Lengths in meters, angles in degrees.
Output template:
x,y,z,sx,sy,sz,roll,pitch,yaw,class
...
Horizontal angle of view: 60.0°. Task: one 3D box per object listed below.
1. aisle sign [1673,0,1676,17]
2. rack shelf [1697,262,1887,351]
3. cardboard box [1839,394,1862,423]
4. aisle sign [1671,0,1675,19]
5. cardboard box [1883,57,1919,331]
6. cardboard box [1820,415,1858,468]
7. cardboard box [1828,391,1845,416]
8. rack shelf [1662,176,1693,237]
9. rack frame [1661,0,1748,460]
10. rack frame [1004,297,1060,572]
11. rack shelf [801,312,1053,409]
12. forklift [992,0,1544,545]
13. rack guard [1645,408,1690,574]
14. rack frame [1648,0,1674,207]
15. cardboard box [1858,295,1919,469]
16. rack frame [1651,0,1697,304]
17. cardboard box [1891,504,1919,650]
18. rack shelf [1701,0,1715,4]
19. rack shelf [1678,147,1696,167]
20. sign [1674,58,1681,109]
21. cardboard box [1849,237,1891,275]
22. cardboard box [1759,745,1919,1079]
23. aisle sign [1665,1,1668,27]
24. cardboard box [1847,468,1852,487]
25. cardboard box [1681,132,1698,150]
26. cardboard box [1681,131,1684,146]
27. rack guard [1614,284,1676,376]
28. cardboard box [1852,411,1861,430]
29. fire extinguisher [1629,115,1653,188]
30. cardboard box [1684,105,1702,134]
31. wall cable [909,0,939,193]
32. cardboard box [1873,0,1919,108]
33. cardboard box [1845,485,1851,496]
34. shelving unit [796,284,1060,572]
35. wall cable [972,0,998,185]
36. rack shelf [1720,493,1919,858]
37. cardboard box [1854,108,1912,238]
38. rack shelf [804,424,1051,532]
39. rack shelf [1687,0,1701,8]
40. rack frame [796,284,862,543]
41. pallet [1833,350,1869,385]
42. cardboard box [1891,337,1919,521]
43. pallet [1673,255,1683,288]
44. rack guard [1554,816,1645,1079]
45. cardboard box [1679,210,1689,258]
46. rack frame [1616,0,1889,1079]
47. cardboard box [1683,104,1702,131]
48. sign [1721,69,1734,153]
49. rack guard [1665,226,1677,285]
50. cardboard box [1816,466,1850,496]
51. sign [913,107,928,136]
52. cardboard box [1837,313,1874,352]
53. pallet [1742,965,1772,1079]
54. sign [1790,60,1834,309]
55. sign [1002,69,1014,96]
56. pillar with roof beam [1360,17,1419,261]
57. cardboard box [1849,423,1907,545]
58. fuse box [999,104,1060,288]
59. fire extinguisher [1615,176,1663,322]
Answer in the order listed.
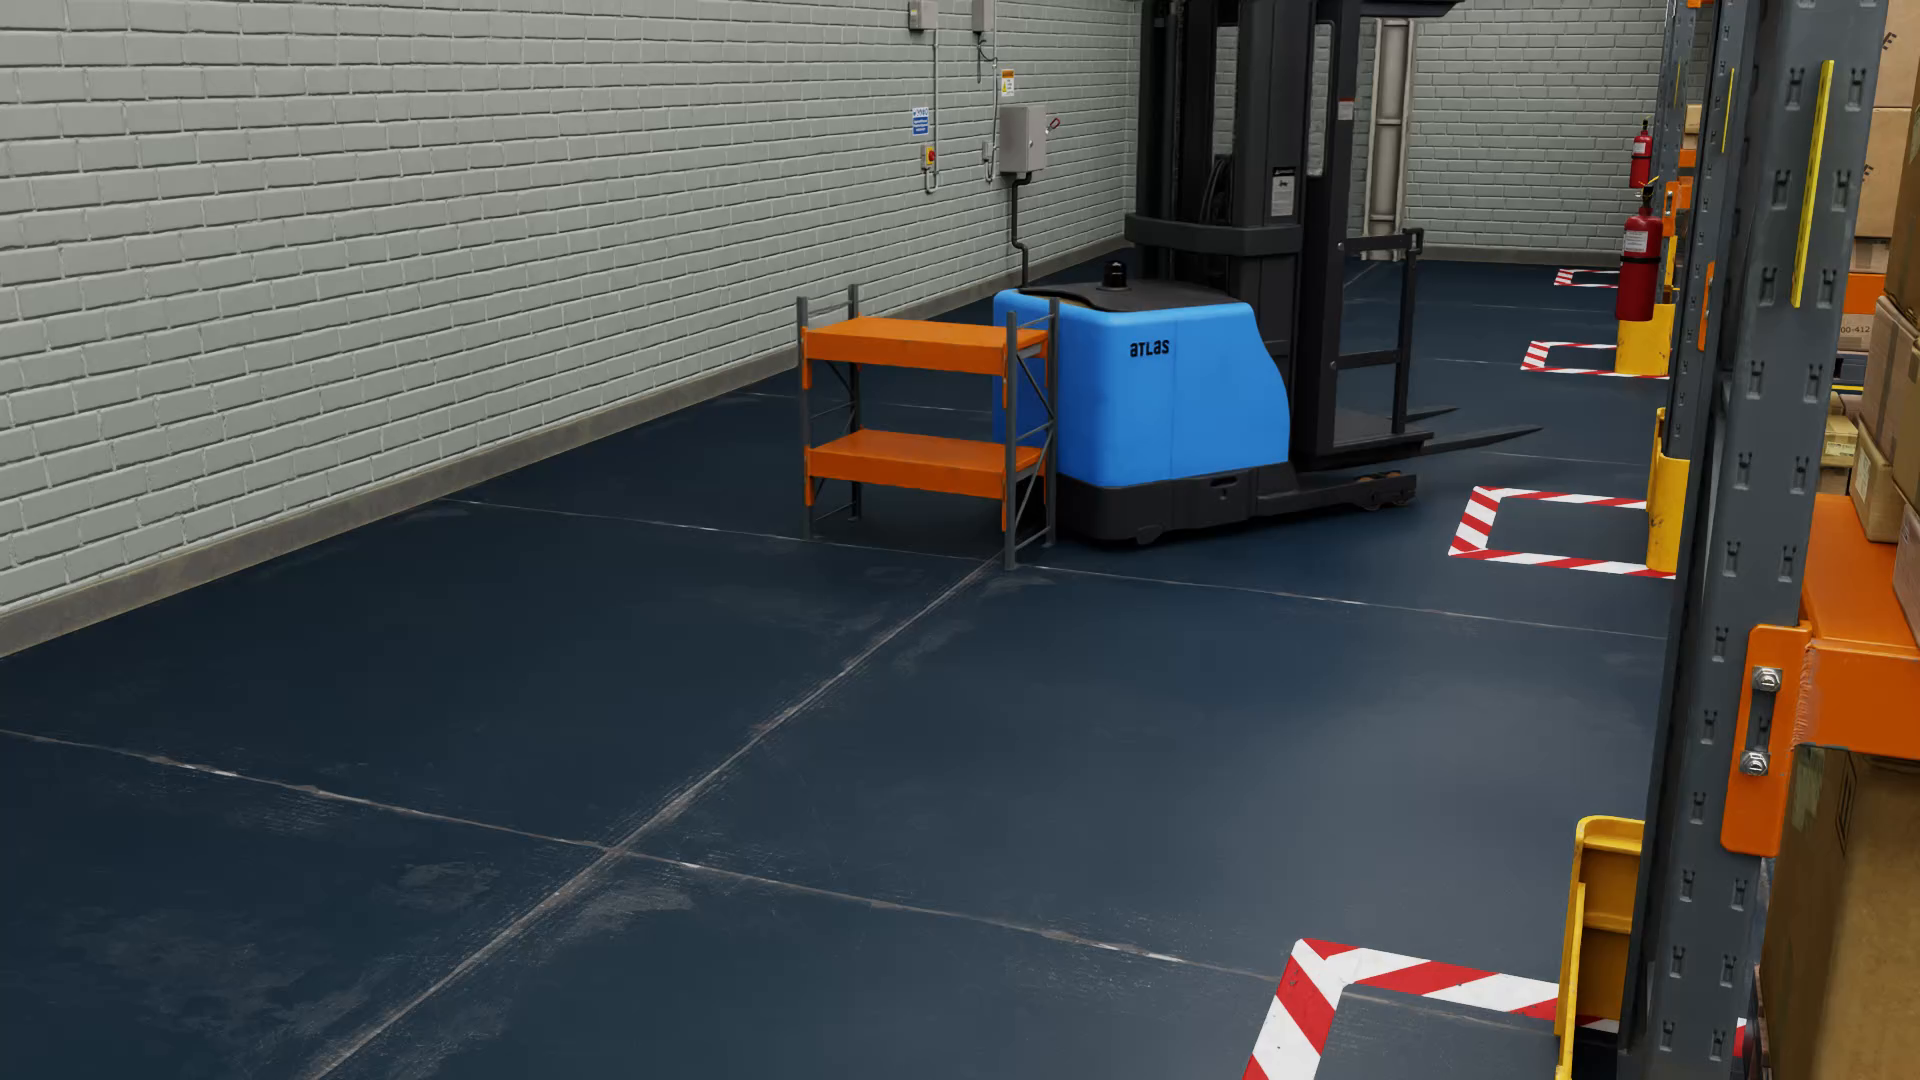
x,y,z,sx,sy,sz,roll,pitch,yaw,class
4.832,-3.925,11.149,0.004,0.787,0.394,6,17,21,aisle sign
5.143,-0.900,6.683,4.000,0.370,1.077,6,17,21,rack shelf
4.081,-0.539,7.443,0.250,0.149,0.380,7,17,22,cardboard box
5.052,-4.080,11.685,0.004,0.787,0.394,6,17,21,aisle sign
1.919,-0.623,2.830,0.500,0.500,0.500,7,17,21,cardboard box
3.646,-0.426,7.055,0.250,0.149,0.380,5,17,18,cardboard box
3.868,-0.580,7.583,0.250,0.149,0.380,6,17,21,cardboard box
6.866,-2.194,11.141,4.000,0.370,1.077,6,17,21,rack shelf
3.283,-1.450,7.287,0.127,3.000,1.000,6,17,21,rack frame
0.316,-0.467,7.264,0.032,1.125,0.500,8,18,25,rack frame
-0.141,-0.810,7.397,1.000,0.278,0.538,8,18,25,rack shelf
1.675,-1.666,8.154,3.031,2.935,1.130,-9,19,-29,forklift
3.354,-0.242,7.609,0.348,0.500,1.175,6,17,21,rack guard
6.823,-4.032,16.181,0.127,3.000,1.000,6,17,21,rack frame
1.917,-0.264,2.938,0.500,0.250,0.500,6,17,20,cardboard box
5.005,-2.744,11.745,0.127,3.000,1.000,6,17,21,rack frame
1.578,0.069,2.507,0.250,0.149,0.380,6,17,21,cardboard box
8.683,-4.922,15.158,4.000,0.370,1.077,6,17,21,rack shelf
8.683,-3.482,15.576,4.000,0.370,1.077,6,17,21,rack shelf
4.796,-3.054,11.120,0.005,0.325,0.100,6,17,21,sign
3.716,-1.196,6.863,0.250,0.149,0.380,7,18,23,cardboard box
1.994,0.690,2.975,0.875,0.875,0.875,6,17,21,cardboard box
6.652,-5.211,15.580,0.004,0.787,0.394,6,17,21,aisle sign
3.910,-0.262,7.024,0.250,0.149,0.380,6,17,20,cardboard box
7.028,-3.806,15.855,0.250,0.149,0.380,6,17,20,cardboard box
7.230,-3.947,16.339,0.250,0.149,0.380,6,17,20,cardboard box
4.983,-1.546,12.102,0.348,0.500,1.175,6,17,21,rack guard
3.946,-0.429,7.065,0.250,0.149,0.380,7,17,22,cardboard box
6.516,-3.711,15.883,0.183,0.674,0.296,6,17,21,fire extinguisher
7.146,-3.986,15.760,0.500,0.250,0.500,6,17,21,cardboard box
-0.249,-3.818,13.565,0.123,1.953,0.585,6,17,21,wall cable
3.603,-2.006,6.697,0.500,0.500,0.500,6,17,20,cardboard box
3.926,-0.140,7.137,0.250,0.149,0.380,6,17,20,cardboard box
-0.141,-0.529,7.479,1.048,1.125,0.538,8,18,25,shelving unit
0.261,-4.172,14.841,0.122,1.984,0.588,6,17,21,wall cable
3.229,0.376,2.287,4.000,0.370,1.077,6,17,21,rack shelf
3.599,-1.523,6.827,0.500,0.500,0.500,7,18,23,cardboard box
-0.141,-0.294,7.547,1.000,0.278,0.538,8,18,25,rack shelf
6.866,-3.634,10.722,4.000,0.370,1.077,6,17,21,rack shelf
-0.598,-0.591,7.693,0.032,1.125,0.500,8,18,25,rack frame
5.778,-1.343,11.922,1.213,0.211,1.003,6,17,21,pallet
1.716,-0.125,2.461,0.500,0.250,0.500,6,17,19,cardboard box
7.636,-2.603,16.263,1.213,0.211,1.003,6,17,21,pallet
1.347,1.024,3.249,0.348,0.500,1.175,6,17,21,rack guard
7.357,-2.947,16.170,0.637,0.503,0.797,6,17,18,cardboard box
1.369,-0.174,2.892,0.127,3.000,1.000,6,17,21,rack frame
7.348,-4.124,16.235,0.500,0.250,0.500,7,18,22,cardboard box
3.084,-1.725,6.682,0.005,0.325,0.100,6,17,21,sign
6.894,-2.823,16.503,0.348,0.500,1.175,6,17,21,rack guard
3.676,-0.305,7.171,0.250,0.149,0.380,7,18,23,cardboard box
-0.324,-3.438,13.652,0.001,0.218,0.327,6,17,21,sign
6.510,-1.582,11.586,0.875,0.438,0.875,7,18,22,cardboard box
2.141,1.227,3.069,1.213,0.211,1.003,6,17,21,pallet
1.160,-0.484,2.266,0.005,0.325,0.100,6,17,21,sign
0.445,-4.248,15.445,0.001,0.242,0.339,6,17,21,sign
3.066,-6.306,13.254,0.400,9.000,9.100,6,17,21,pillar with roof beam
1.821,-0.102,3.096,0.250,0.149,0.380,7,17,22,cardboard box
0.658,-3.226,15.716,0.414,1.711,0.539,6,17,21,fuse box
3.218,-1.379,7.851,0.183,0.674,0.296,6,17,21,fire extinguisher
